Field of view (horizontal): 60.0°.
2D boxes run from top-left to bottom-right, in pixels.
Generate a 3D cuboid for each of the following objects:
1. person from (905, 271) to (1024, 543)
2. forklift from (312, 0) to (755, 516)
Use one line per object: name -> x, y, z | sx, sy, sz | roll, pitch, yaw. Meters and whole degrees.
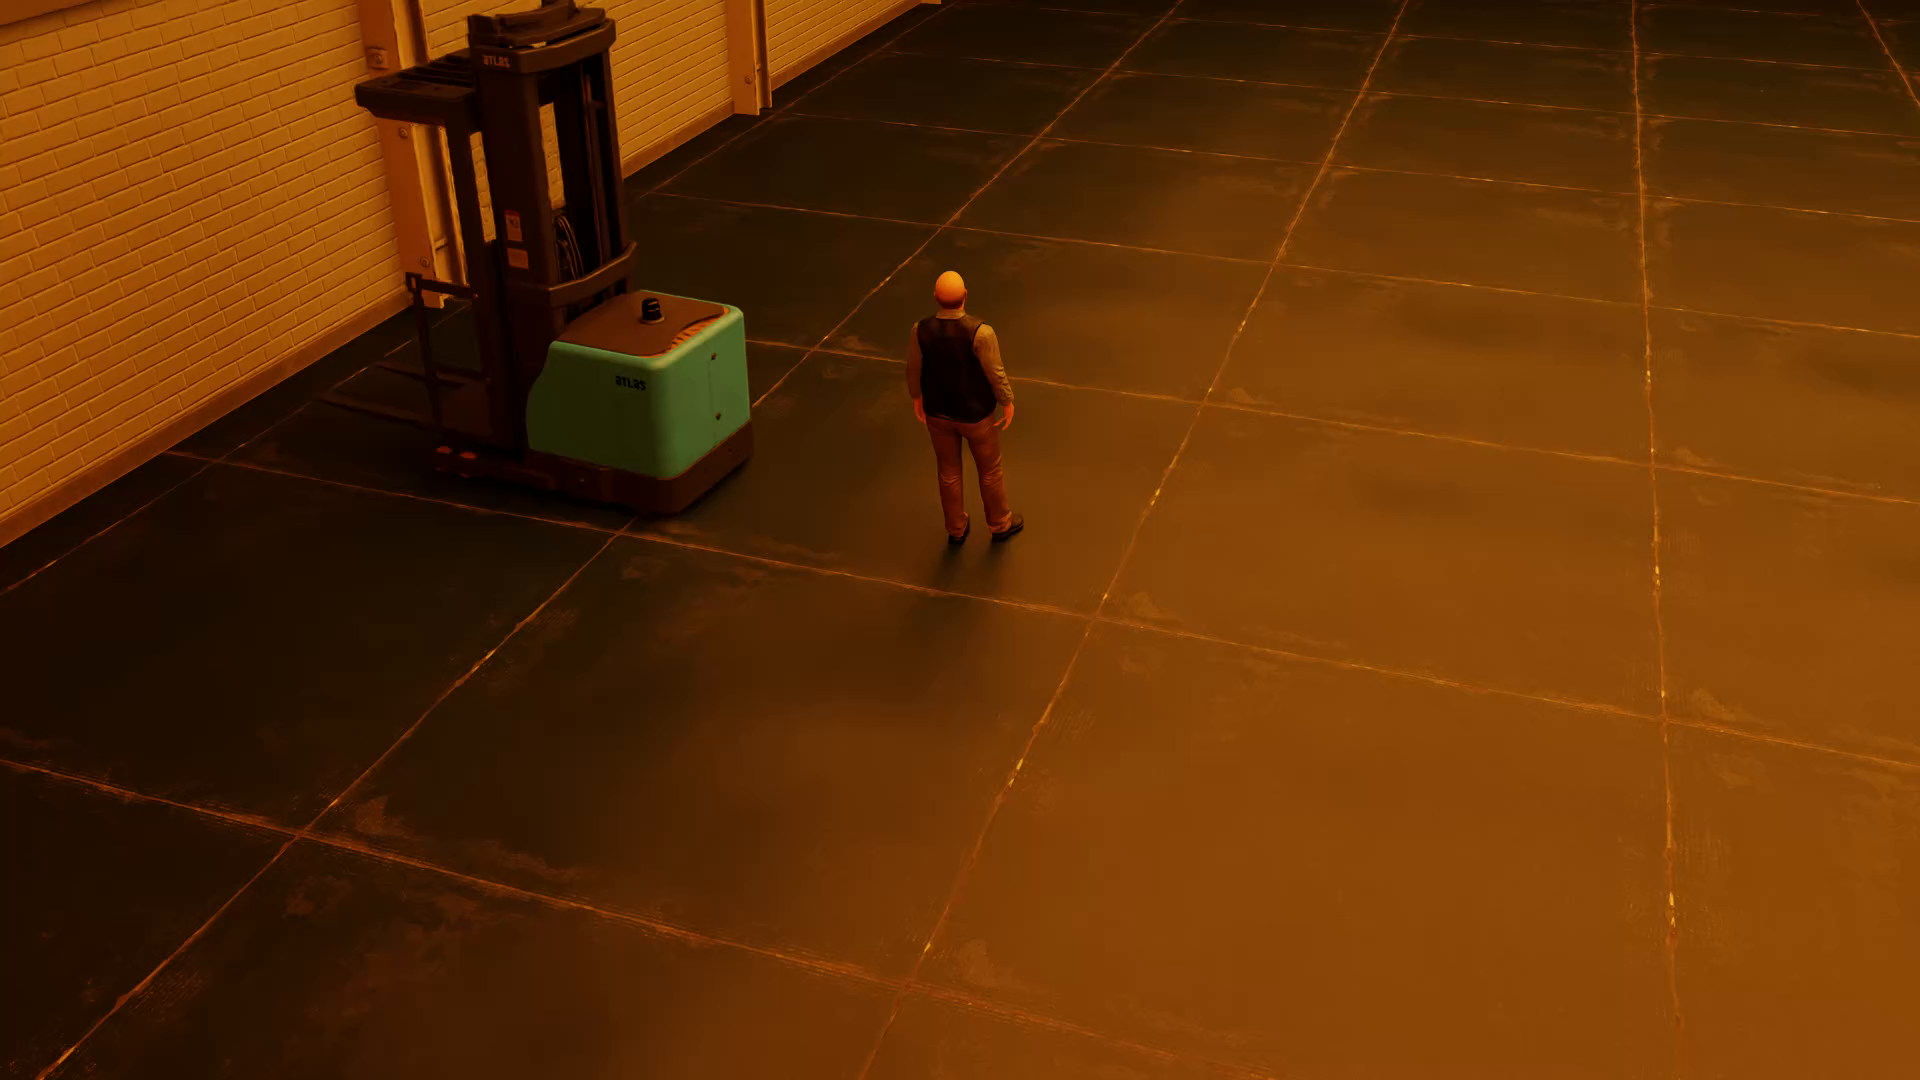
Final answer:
person -> 0.027, -0.782, 9.716 | 0.633, 1.722, 0.566 | 10, 31, 16
forklift -> -2.915, -1.901, 10.471 | 3.031, 2.935, 1.130 | 13, 32, 21
